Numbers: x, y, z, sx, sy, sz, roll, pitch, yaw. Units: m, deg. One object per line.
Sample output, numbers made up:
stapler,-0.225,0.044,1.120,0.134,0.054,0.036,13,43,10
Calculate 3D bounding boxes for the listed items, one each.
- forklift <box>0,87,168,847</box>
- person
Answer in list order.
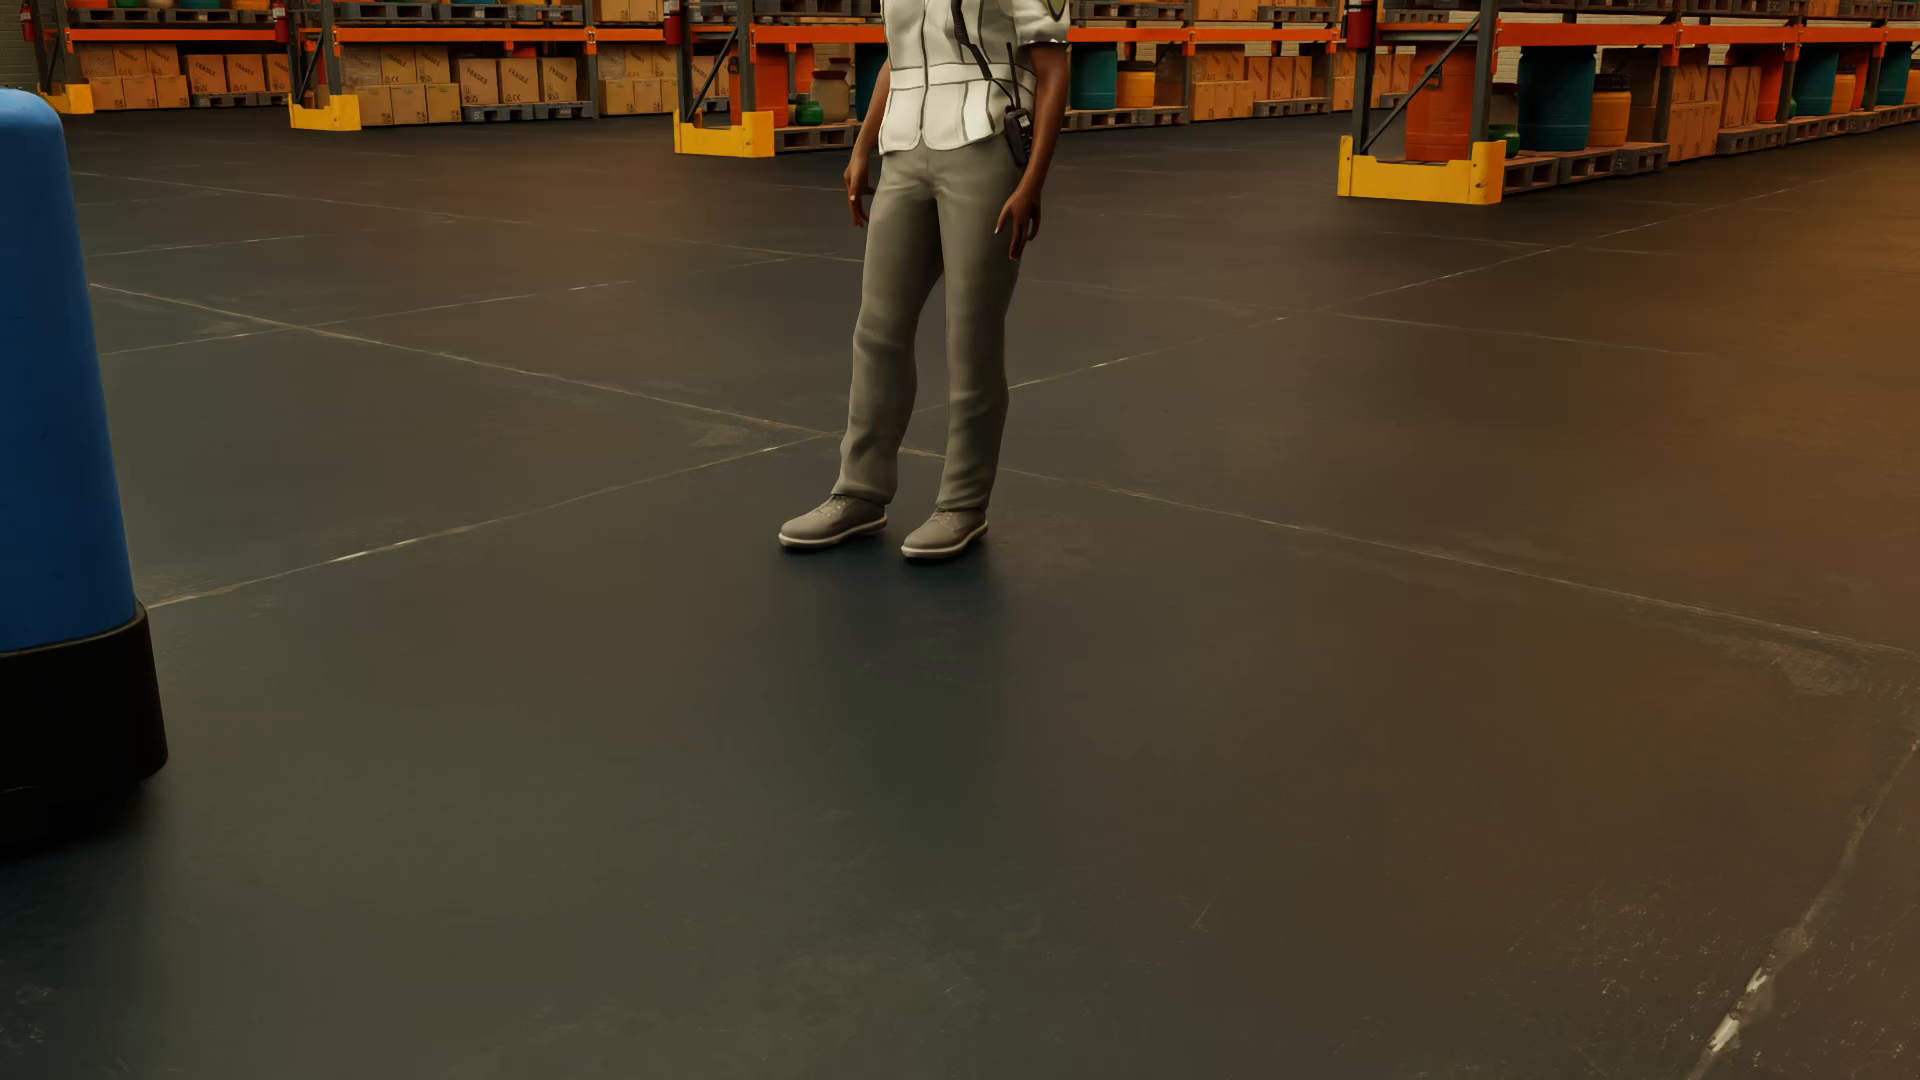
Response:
forklift,-2.704,-0.835,1.646,3.031,2.935,1.130,-12,21,-35
person,-0.063,-0.805,3.651,0.569,1.695,0.530,13,21,37
